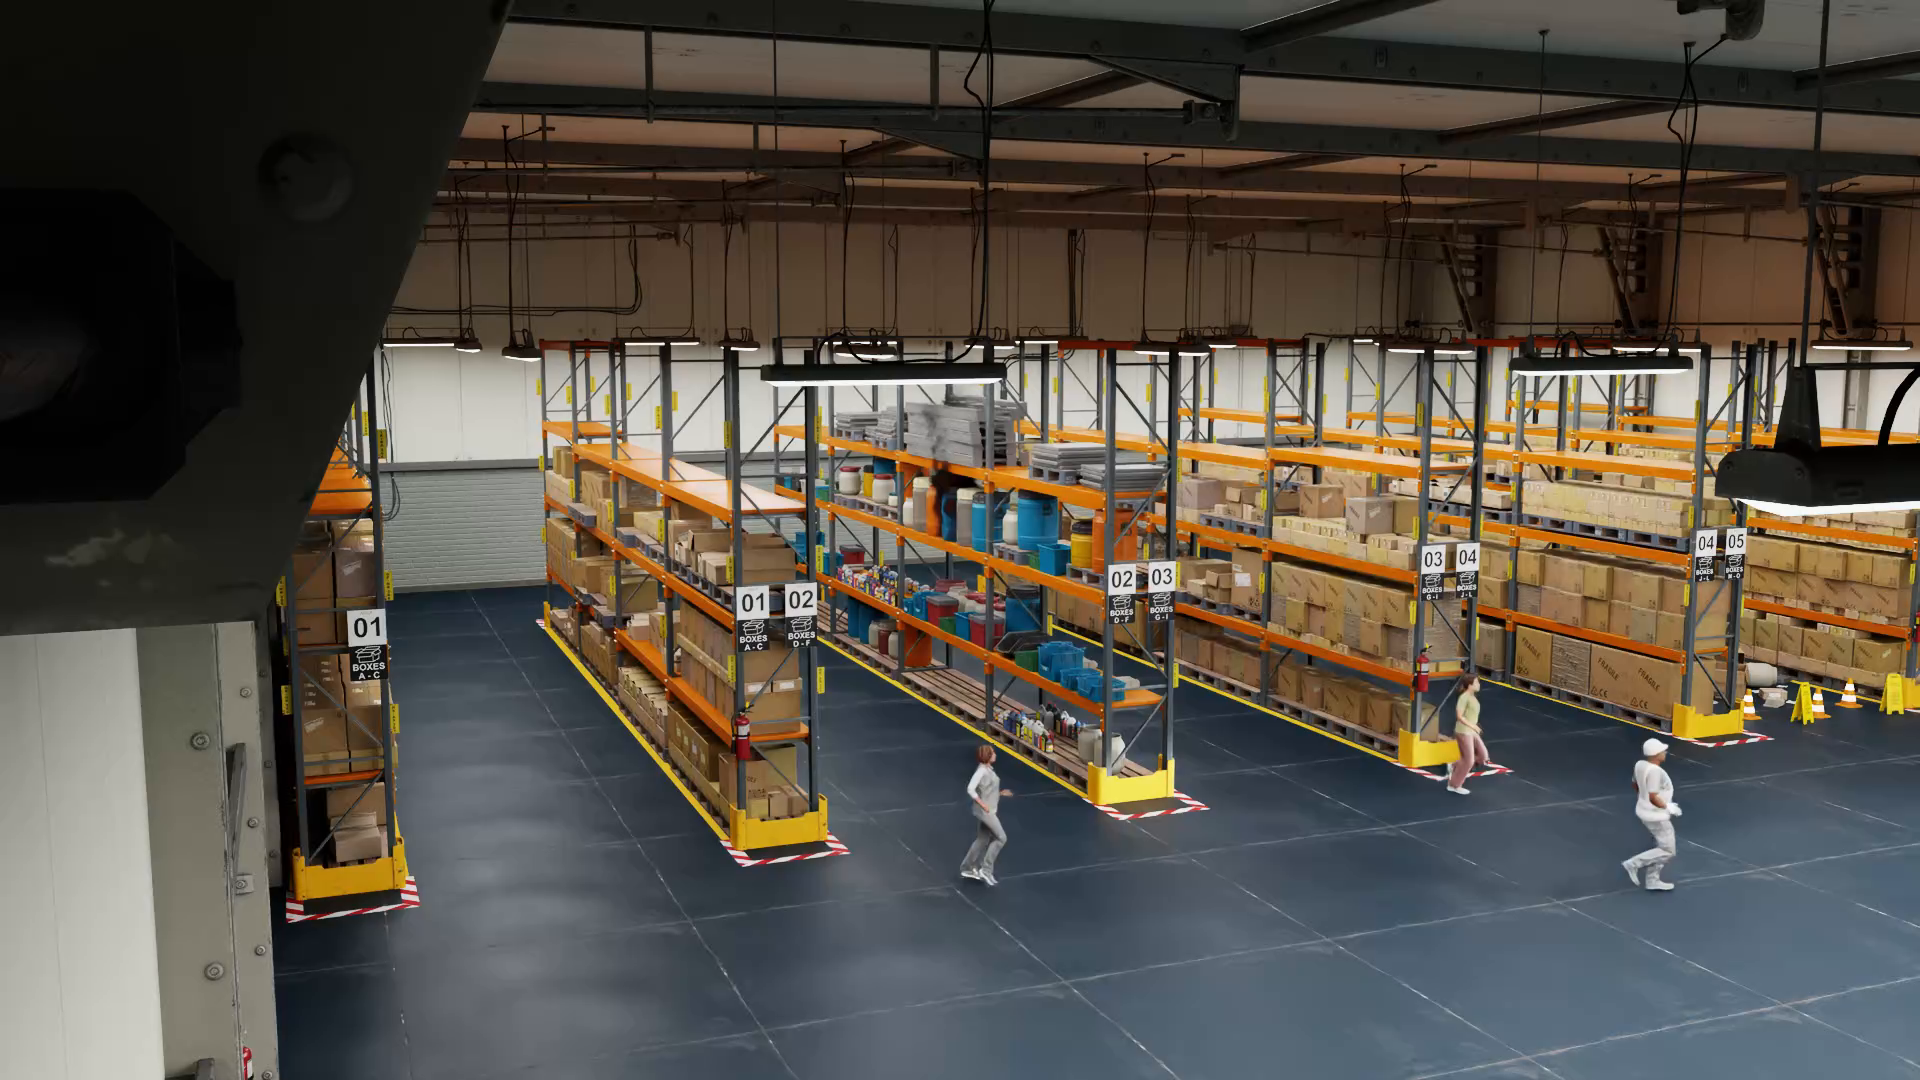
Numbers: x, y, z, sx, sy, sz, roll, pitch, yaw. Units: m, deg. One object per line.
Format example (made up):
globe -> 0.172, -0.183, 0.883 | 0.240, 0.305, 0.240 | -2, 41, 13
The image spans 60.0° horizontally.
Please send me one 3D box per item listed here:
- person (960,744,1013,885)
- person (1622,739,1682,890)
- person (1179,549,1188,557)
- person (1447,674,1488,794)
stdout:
person -> 0.298, 3.118, 18.844 | 0.604, 1.632, 0.520 | 0, 7, 1
person -> 7.721, 3.067, 18.566 | 0.597, 1.733, 0.682 | 1, 7, 4
person -> 4.656, 1.018, 34.764 | 0.579, 1.650, 0.859 | -4, 9, -30
person -> 6.883, 2.611, 22.528 | 0.528, 1.621, 0.620 | 4, 9, 31
